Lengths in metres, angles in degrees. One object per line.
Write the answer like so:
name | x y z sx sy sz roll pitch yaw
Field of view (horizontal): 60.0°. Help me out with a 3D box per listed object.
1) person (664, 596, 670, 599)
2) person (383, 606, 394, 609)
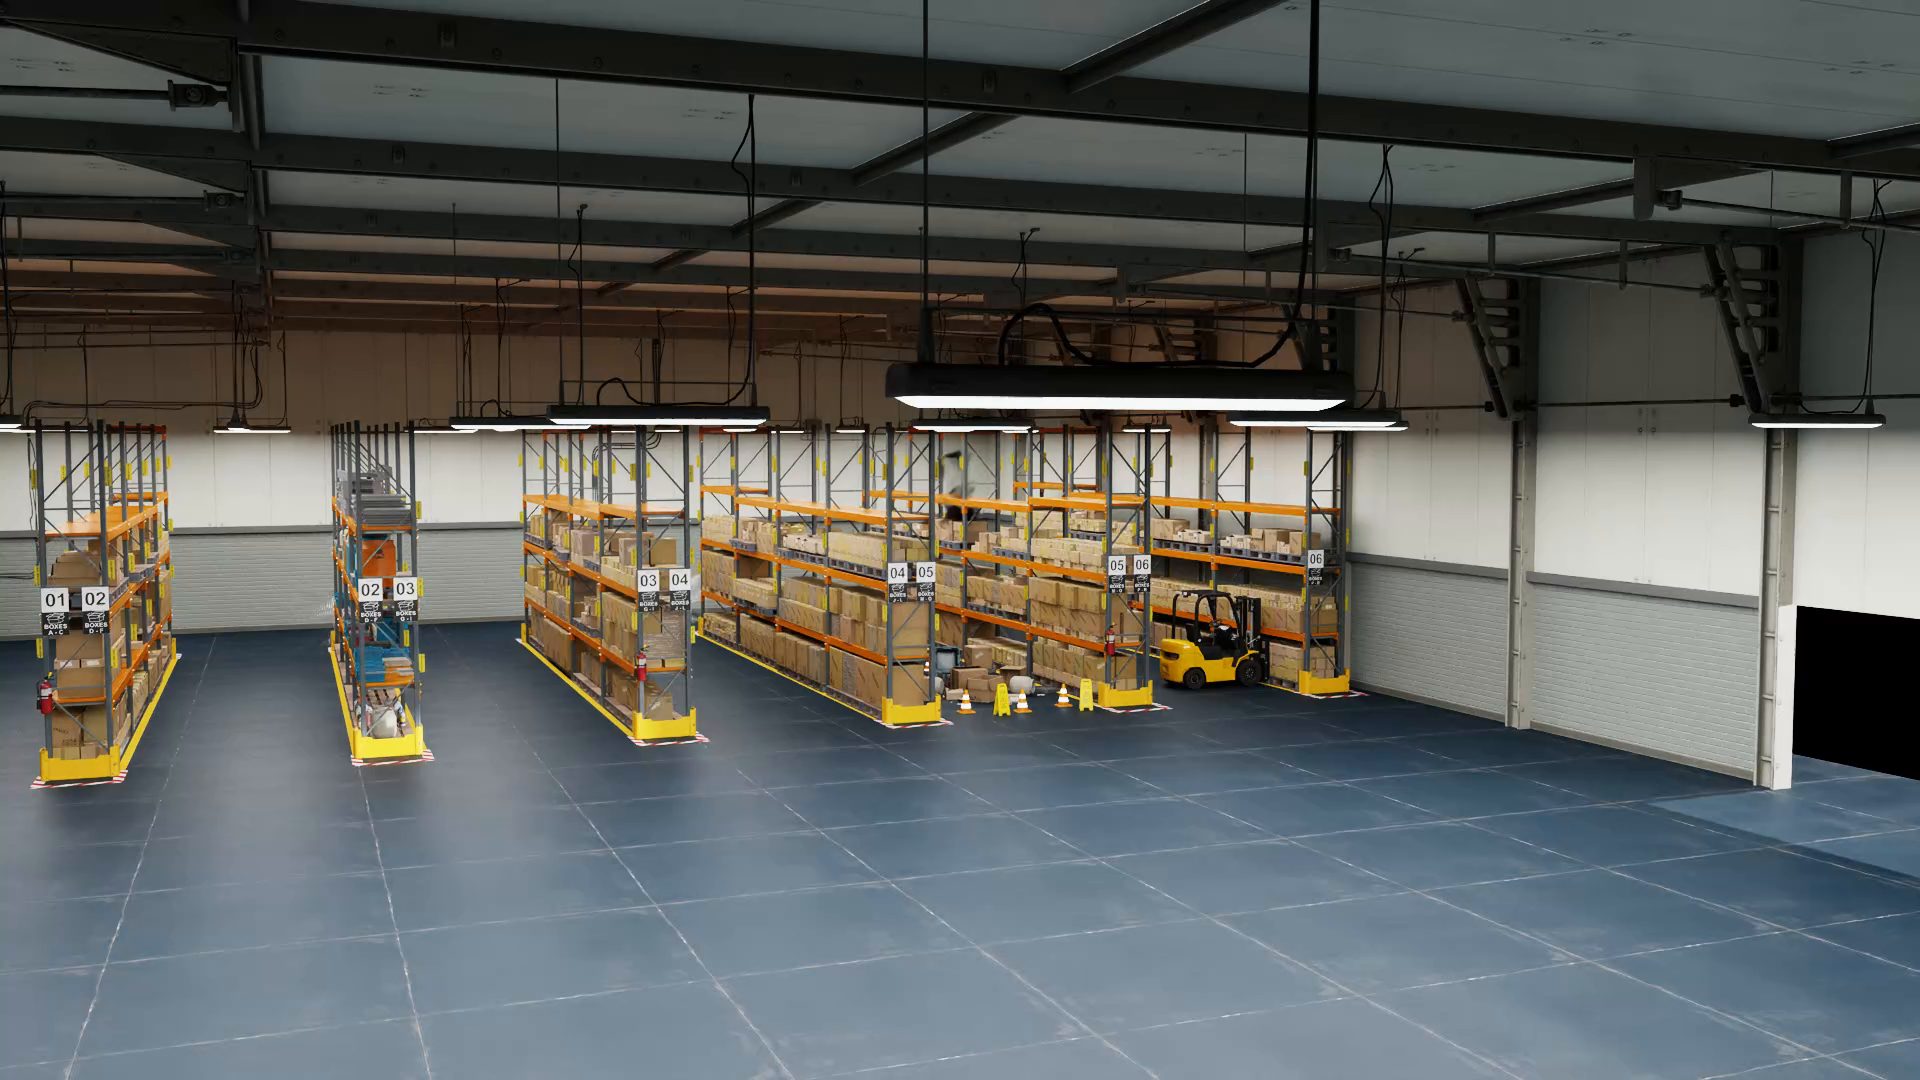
person | -8.612 1.852 48.358 0.721 1.734 0.672 0 4 4
person | -15.656 2.065 45.630 0.646 1.661 0.654 1 4 18
